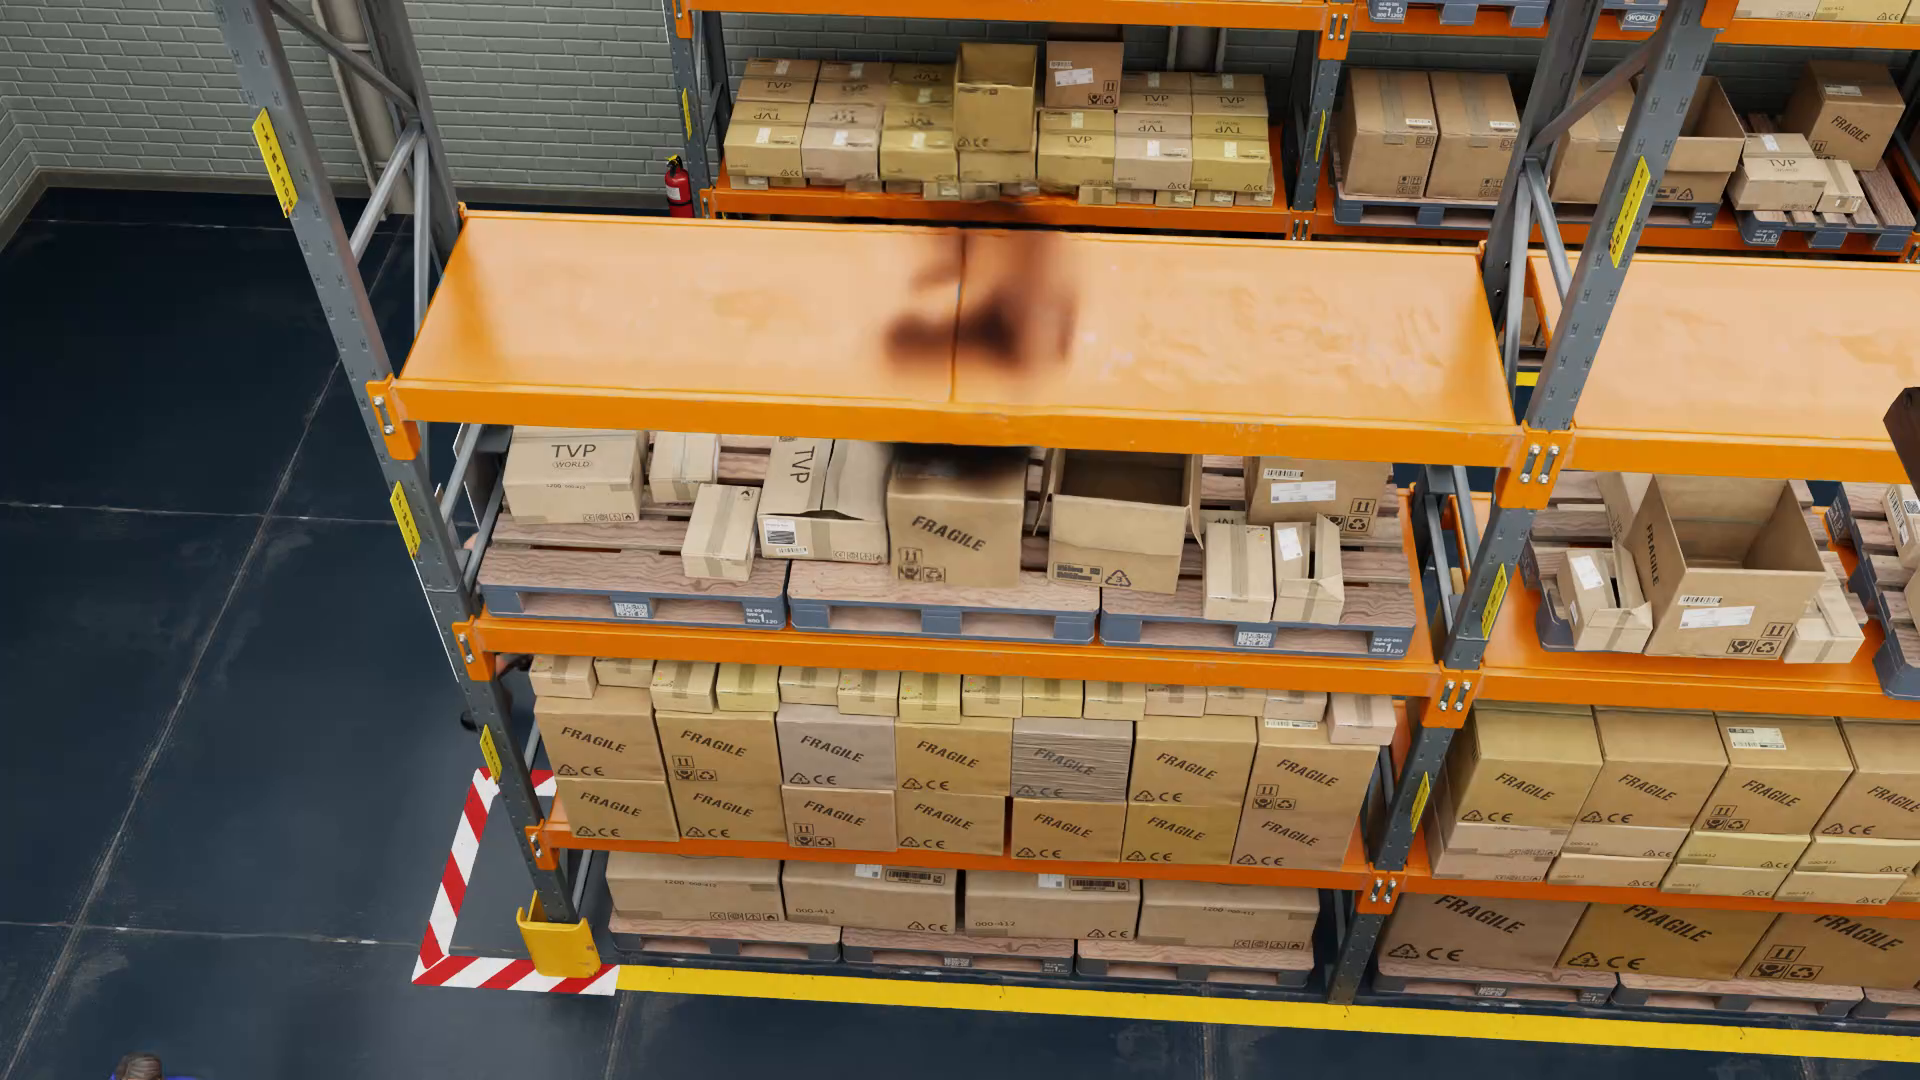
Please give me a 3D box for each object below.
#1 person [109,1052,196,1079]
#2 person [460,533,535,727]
[{"bbox_3d":[-3.358,2.706,7.214,0.561,1.601,0.562,0,48,0],"label":"person"},{"bbox_3d":[-2.536,0.552,9.182,0.617,1.576,0.696,-31,55,-25],"label":"person"}]
